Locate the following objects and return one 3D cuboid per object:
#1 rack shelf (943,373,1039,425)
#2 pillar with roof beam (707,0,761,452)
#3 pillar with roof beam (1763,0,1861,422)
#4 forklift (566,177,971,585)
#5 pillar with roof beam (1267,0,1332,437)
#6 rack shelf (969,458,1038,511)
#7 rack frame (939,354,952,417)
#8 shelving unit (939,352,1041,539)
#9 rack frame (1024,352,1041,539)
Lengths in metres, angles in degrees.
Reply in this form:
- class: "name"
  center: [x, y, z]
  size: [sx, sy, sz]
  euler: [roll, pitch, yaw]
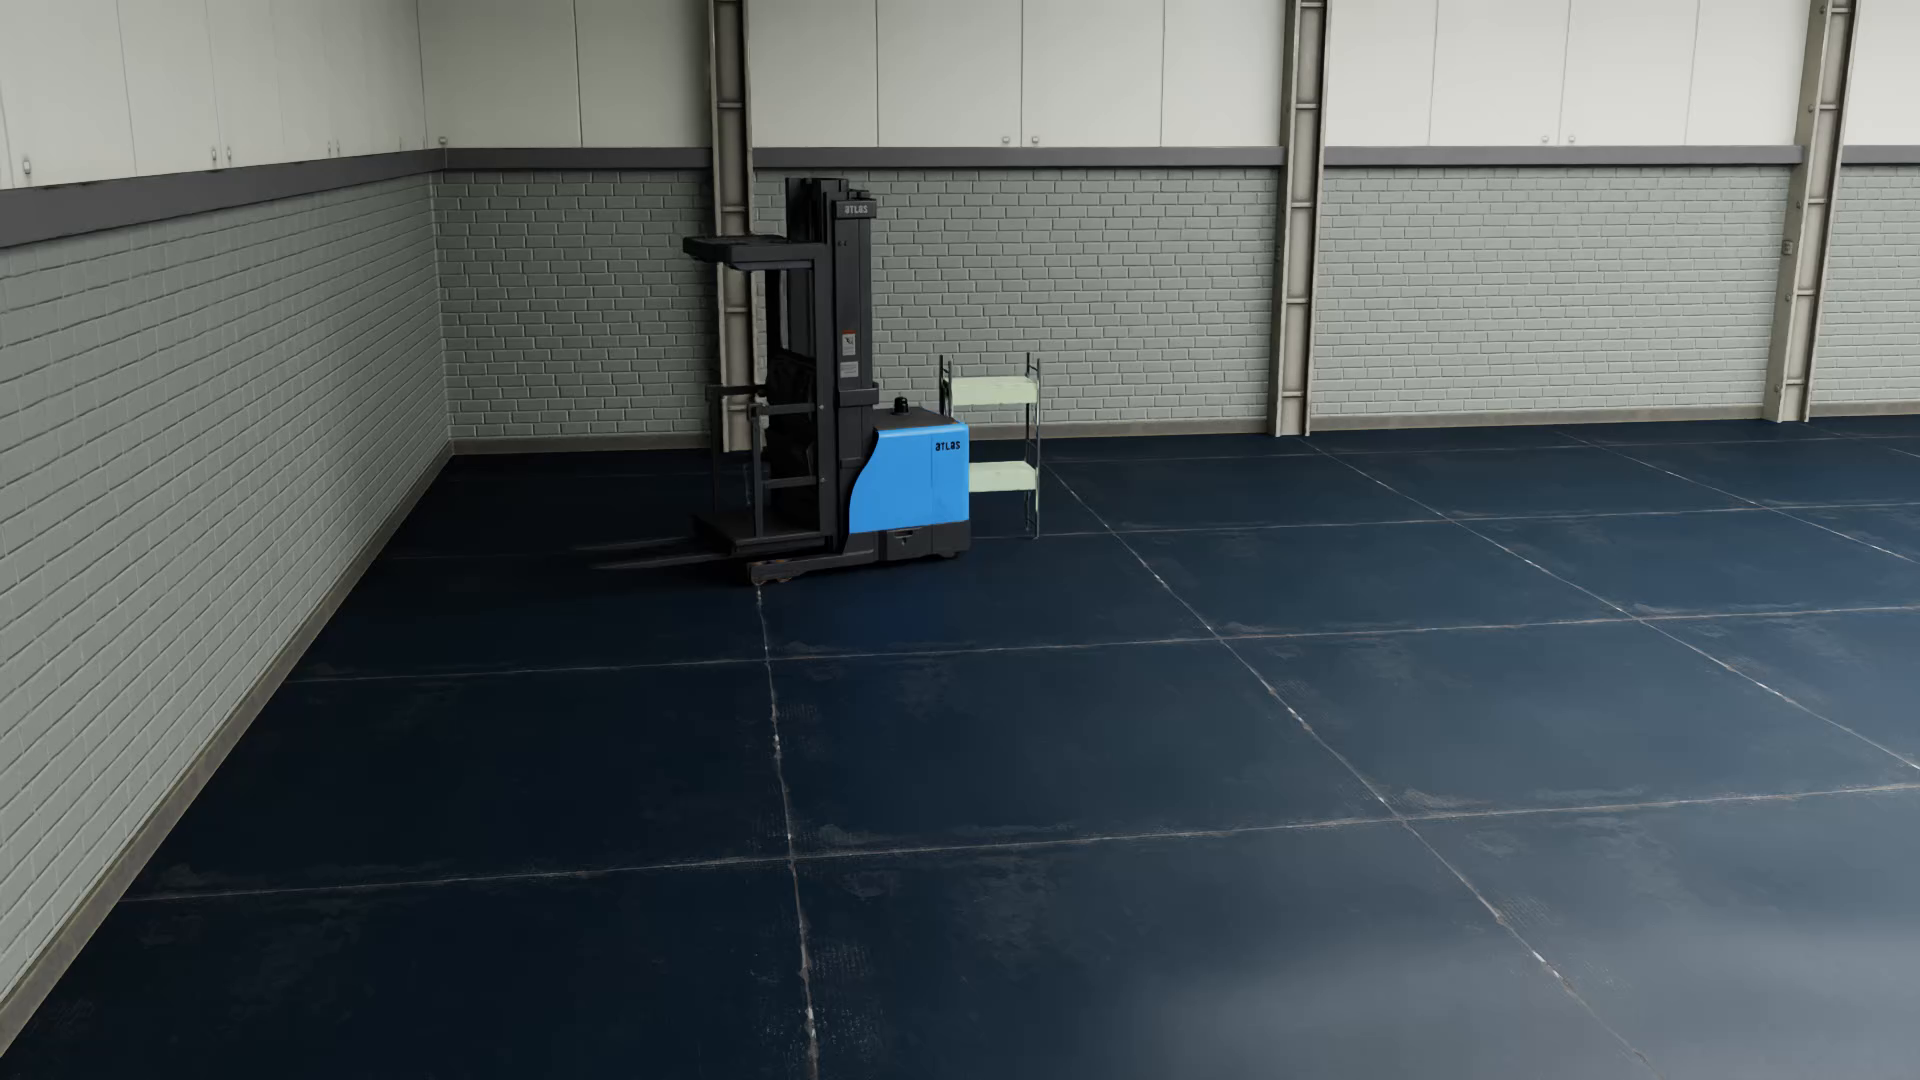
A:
- class: "rack shelf"
  center: [0.241, -1.142, 13.586]
  size: [0.720, 0.370, 0.431]
  euler: [-3, 14, -11]
- class: "pillar with roof beam"
  center: [-1.661, -4.289, 12.326]
  size: [0.400, 9.000, 9.100]
  euler: [-2, 14, -8]
- class: "pillar with roof beam"
  center: [10.206, -4.724, 14.060]
  size: [0.400, 9.000, 9.100]
  euler: [-2, 14, -8]
- class: "forklift"
  center: [-1.470, -1.232, 12.609]
  size: [3.031, 2.935, 1.130]
  euler: [-7, 16, -25]
- class: "pillar with roof beam"
  center: [4.273, -4.507, 13.193]
  size: [0.400, 9.000, 9.100]
  euler: [-2, 14, -8]
- class: "rack shelf"
  center: [0.241, -0.447, 13.761]
  size: [0.720, 0.370, 0.431]
  euler: [-3, 14, -11]
- class: "rack frame"
  center: [-0.117, -0.745, 13.609]
  size: [0.023, 1.500, 0.400]
  euler: [-3, 14, -11]
- class: "shelving unit"
  center: [0.241, -0.763, 13.681]
  size: [0.755, 1.500, 0.431]
  euler: [-3, 14, -11]
- class: "rack frame"
  center: [0.600, -0.781, 13.754]
  size: [0.023, 1.500, 0.400]
  euler: [-3, 14, -11]
